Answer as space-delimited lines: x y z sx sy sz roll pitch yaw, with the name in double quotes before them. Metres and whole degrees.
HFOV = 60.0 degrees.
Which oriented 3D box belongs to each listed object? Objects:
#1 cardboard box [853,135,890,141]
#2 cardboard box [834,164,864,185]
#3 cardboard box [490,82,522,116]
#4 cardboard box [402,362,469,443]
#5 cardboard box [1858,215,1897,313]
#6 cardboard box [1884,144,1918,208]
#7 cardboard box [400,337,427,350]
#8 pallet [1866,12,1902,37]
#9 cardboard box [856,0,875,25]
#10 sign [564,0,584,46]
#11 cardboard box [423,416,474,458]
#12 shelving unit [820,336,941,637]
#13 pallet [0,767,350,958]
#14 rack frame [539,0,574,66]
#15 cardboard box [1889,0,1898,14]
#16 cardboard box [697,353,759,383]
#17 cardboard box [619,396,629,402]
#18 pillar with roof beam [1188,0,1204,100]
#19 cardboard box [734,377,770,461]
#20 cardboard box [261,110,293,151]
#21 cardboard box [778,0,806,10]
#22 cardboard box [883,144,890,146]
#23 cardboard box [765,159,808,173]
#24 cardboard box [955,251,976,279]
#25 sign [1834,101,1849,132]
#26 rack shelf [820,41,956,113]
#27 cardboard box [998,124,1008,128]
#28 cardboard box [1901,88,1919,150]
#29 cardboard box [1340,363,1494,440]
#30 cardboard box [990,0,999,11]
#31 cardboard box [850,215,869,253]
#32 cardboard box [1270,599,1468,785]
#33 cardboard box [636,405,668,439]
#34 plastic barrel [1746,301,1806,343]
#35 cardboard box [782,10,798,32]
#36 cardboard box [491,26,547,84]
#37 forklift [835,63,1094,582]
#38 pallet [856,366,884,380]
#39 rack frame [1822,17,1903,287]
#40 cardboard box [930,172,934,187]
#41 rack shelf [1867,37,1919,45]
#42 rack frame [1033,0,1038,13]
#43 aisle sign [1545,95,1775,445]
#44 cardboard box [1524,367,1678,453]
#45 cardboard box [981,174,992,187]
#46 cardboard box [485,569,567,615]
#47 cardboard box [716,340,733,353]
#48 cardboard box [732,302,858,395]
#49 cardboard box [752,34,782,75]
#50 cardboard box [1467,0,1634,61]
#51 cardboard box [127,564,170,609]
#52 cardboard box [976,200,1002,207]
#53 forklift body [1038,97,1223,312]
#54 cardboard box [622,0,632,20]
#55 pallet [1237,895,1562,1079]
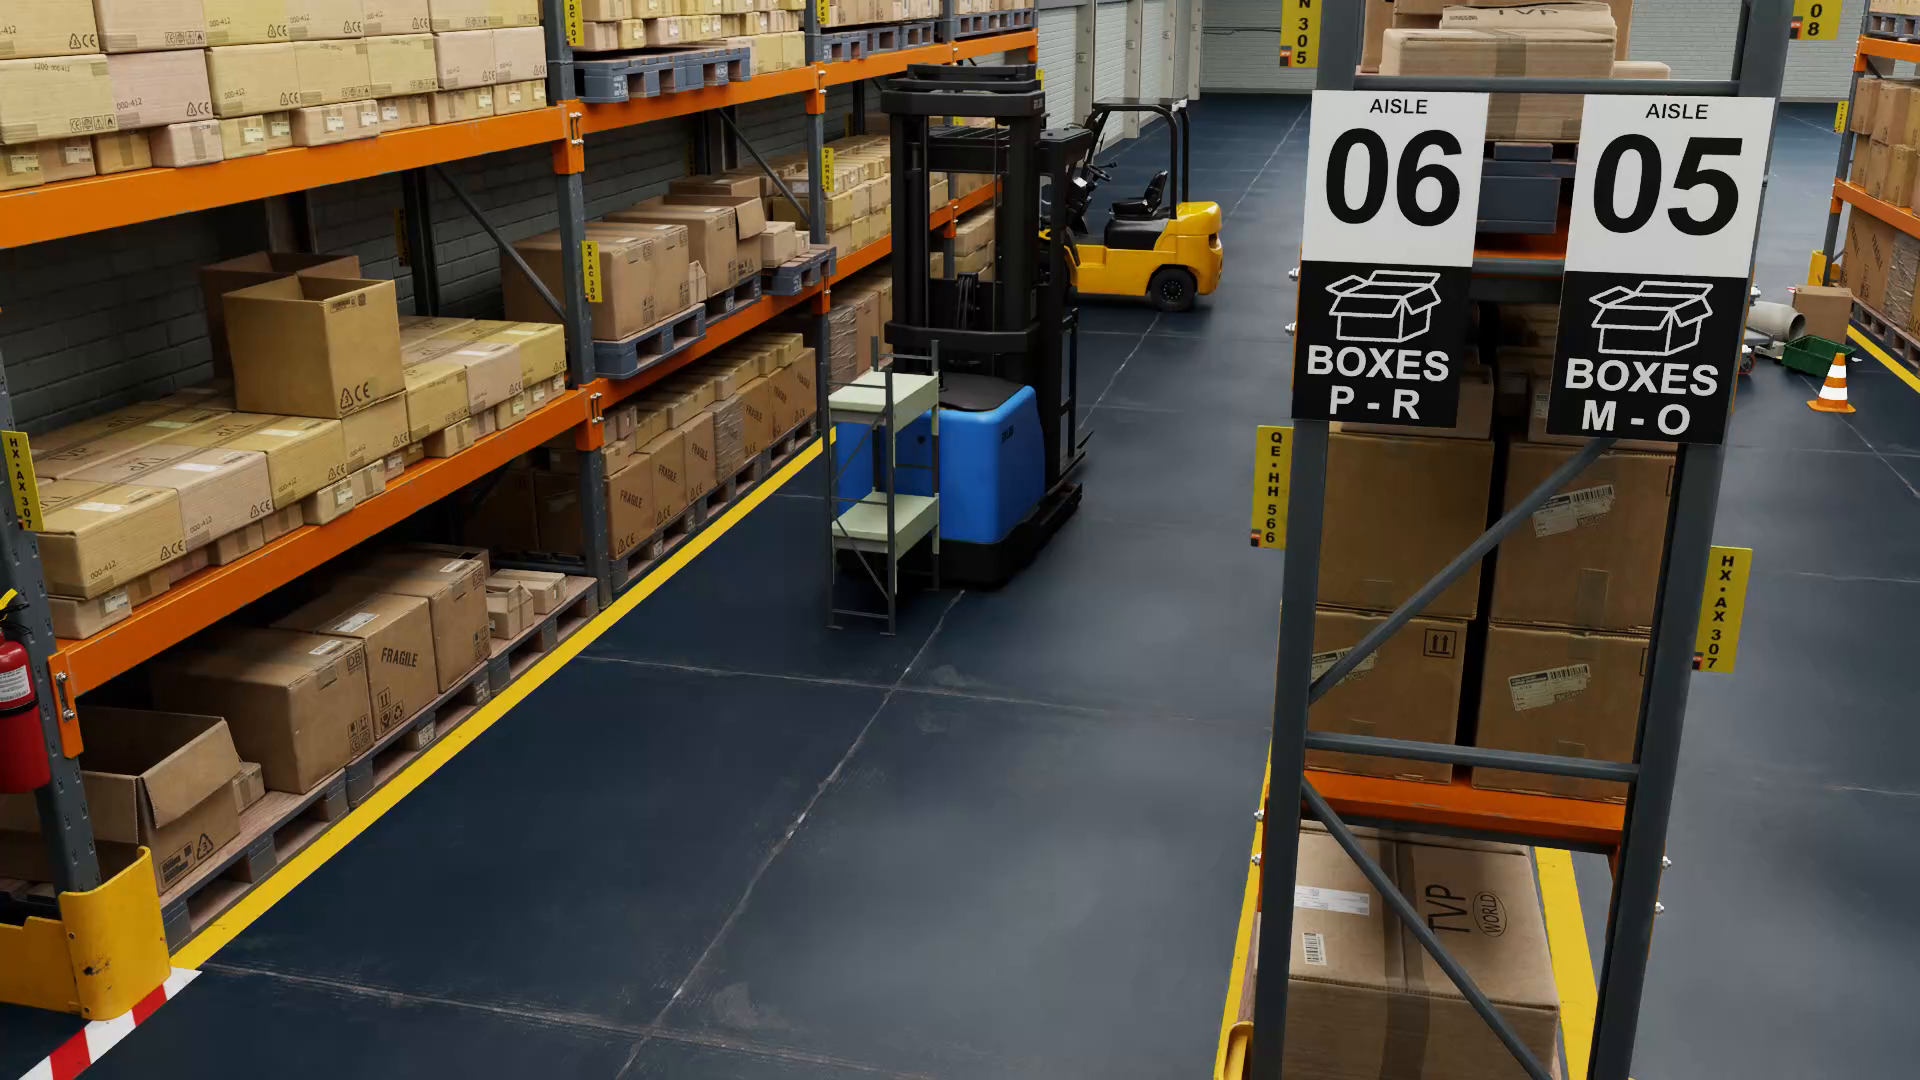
"cardboard box" -0.846 -3.839 16.128 0.380 0.149 0.250 4 19 12
"cardboard box" -1.013 -3.004 13.685 0.380 0.149 0.250 5 19 14
"cardboard box" -2.371 -2.159 8.115 0.380 0.149 0.250 5 19 13
"cardboard box" -2.638 -0.648 7.716 0.500 0.250 0.500 5 19 13
"cardboard box" 9.749 -2.781 16.827 0.875 0.875 0.875 4 19 13
"cardboard box" 9.556 -3.524 16.131 0.875 0.550 0.500 5 19 13
"cardboard box" -3.006 -0.849 8.304 0.500 0.250 0.500 4 19 13
"pallet" 9.893 -5.226 16.843 1.003 0.211 1.213 5 19 13
"cardboard box" -1.090 -4.411 13.361 0.700 0.500 0.500 4 19 12
"sign" -1.979 -2.694 8.494 0.100 0.325 0.005 5 19 13
"cardboard box" -2.548 -0.503 7.907 0.380 0.149 0.250 4 19 13
"shelving unit" -0.429 -0.316 9.291 0.431 1.500 0.755 6 20 17
"pallet" -3.272 1.229 6.763 1.003 0.211 1.213 5 19 13
"rack frame" -2.507 -3.910 8.212 1.000 3.000 0.127 5 19 13
"cardboard box" 9.484 -5.308 16.532 0.380 0.149 0.250 5 19 14
"cardboard box" -1.657 -1.226 11.850 0.380 0.149 0.250 5 20 15
"cardboard box" -2.422 -0.941 11.015 0.380 0.149 0.250 5 19 14
"pillar with roof beam" 10.885 -16.587 45.327 9.100 9.000 0.400 5 19 13
"cardboard box" -1.682 -0.870 11.813 0.500 0.500 0.500 6 20 16
"cardboard box" -2.845 -1.597 6.471 0.380 0.149 0.250 4 19 13
"cardboard box" -1.327 -3.871 11.895 0.380 0.149 0.250 5 20 15
"cardboard box" -0.513 -3.560 15.311 0.380 0.149 0.250 4 19 12
"cardboard box" -1.437 -3.122 14.029 0.380 0.149 0.250 5 19 13
"cardboard box" -0.135 -2.839 17.191 0.500 0.250 0.500 5 19 13
"sign" 9.527 -4.575 17.978 0.100 0.325 0.005 5 19 13
"rack shelf" -1.041 -4.030 14.318 1.077 0.370 4.000 5 19 13
"cardboard box" 0.322 -4.651 18.506 0.380 0.149 0.250 5 19 14
"cardboard box" 9.619 -4.030 15.942 0.875 0.550 0.500 5 19 13
"cardboard box" 1.223 -0.382 4.459 0.380 0.149 0.250 5 19 14
"cardboard box" 0.026 -5.895 17.700 0.797 0.503 0.637 5 20 15
"cardboard box" -1.057 -2.530 13.687 0.500 0.250 0.500 4 19 12
"cardboard box" 1.191 0.355 4.854 0.500 0.500 0.500 5 19 14
"cardboard box" -2.063 -0.746 10.445 0.380 0.149 0.250 4 19 12
"plastic barrel" 7.876 -2.085 16.138 0.421 0.421 0.512 -13 23 -34
"cardboard box" -1.383 -3.731 11.946 0.380 0.149 0.250 5 20 14
"cardboard box" -2.382 -2.389 8.172 0.500 0.250 0.500 5 19 14
"forklift" 8.331 -0.410 7.037 19.036 3.140 5.327 6 20 17
"pallet" -1.291 -1.260 14.049 1.003 0.211 1.213 5 19 13
"rack frame" 10.064 -4.082 17.997 1.000 3.000 0.127 5 19 13
"cardboard box" -0.543 -3.408 15.482 0.500 0.250 0.500 4 19 12
"rack shelf" 9.575 -4.626 15.761 0.919 0.124 3.809 5 19 13
"rack frame" 0.425 -7.671 19.223 1.000 3.000 0.127 5 19 13
"aisle sign" 1.593 -0.611 3.813 0.394 0.787 0.004 5 19 13
"cardboard box" 1.685 -0.343 4.346 0.380 0.149 0.250 5 20 15
"cardboard box" 0.043 -4.067 17.800 0.500 0.500 0.500 4 19 13
"cardboard box" -2.358 0.278 8.995 0.380 0.149 0.250 4 19 12
"cardboard box" -1.959 -1.508 12.677 0.380 0.149 0.250 6 20 16
"cardboard box" -1.364 -1.594 13.737 0.875 0.625 0.625 5 20 15
"cardboard box" -1.542 -3.335 11.403 0.500 0.250 0.500 5 19 14
"cardboard box" 1.968 -1.759 5.597 0.500 0.500 0.500 5 19 14
"cardboard box" -3.121 0.137 6.034 0.380 0.149 0.250 5 20 15
"cardboard box" 0.382 -3.714 18.978 0.500 0.250 0.500 5 19 14
"forklift body" 1.731 -3.692 18.168 2.313 2.155 1.214 5 19 13
"cardboard box" -2.013 -2.906 9.039 0.380 0.149 0.250 5 19 14
"pallet" 1.449 1.637 5.569 1.003 0.211 1.213 5 19 13
